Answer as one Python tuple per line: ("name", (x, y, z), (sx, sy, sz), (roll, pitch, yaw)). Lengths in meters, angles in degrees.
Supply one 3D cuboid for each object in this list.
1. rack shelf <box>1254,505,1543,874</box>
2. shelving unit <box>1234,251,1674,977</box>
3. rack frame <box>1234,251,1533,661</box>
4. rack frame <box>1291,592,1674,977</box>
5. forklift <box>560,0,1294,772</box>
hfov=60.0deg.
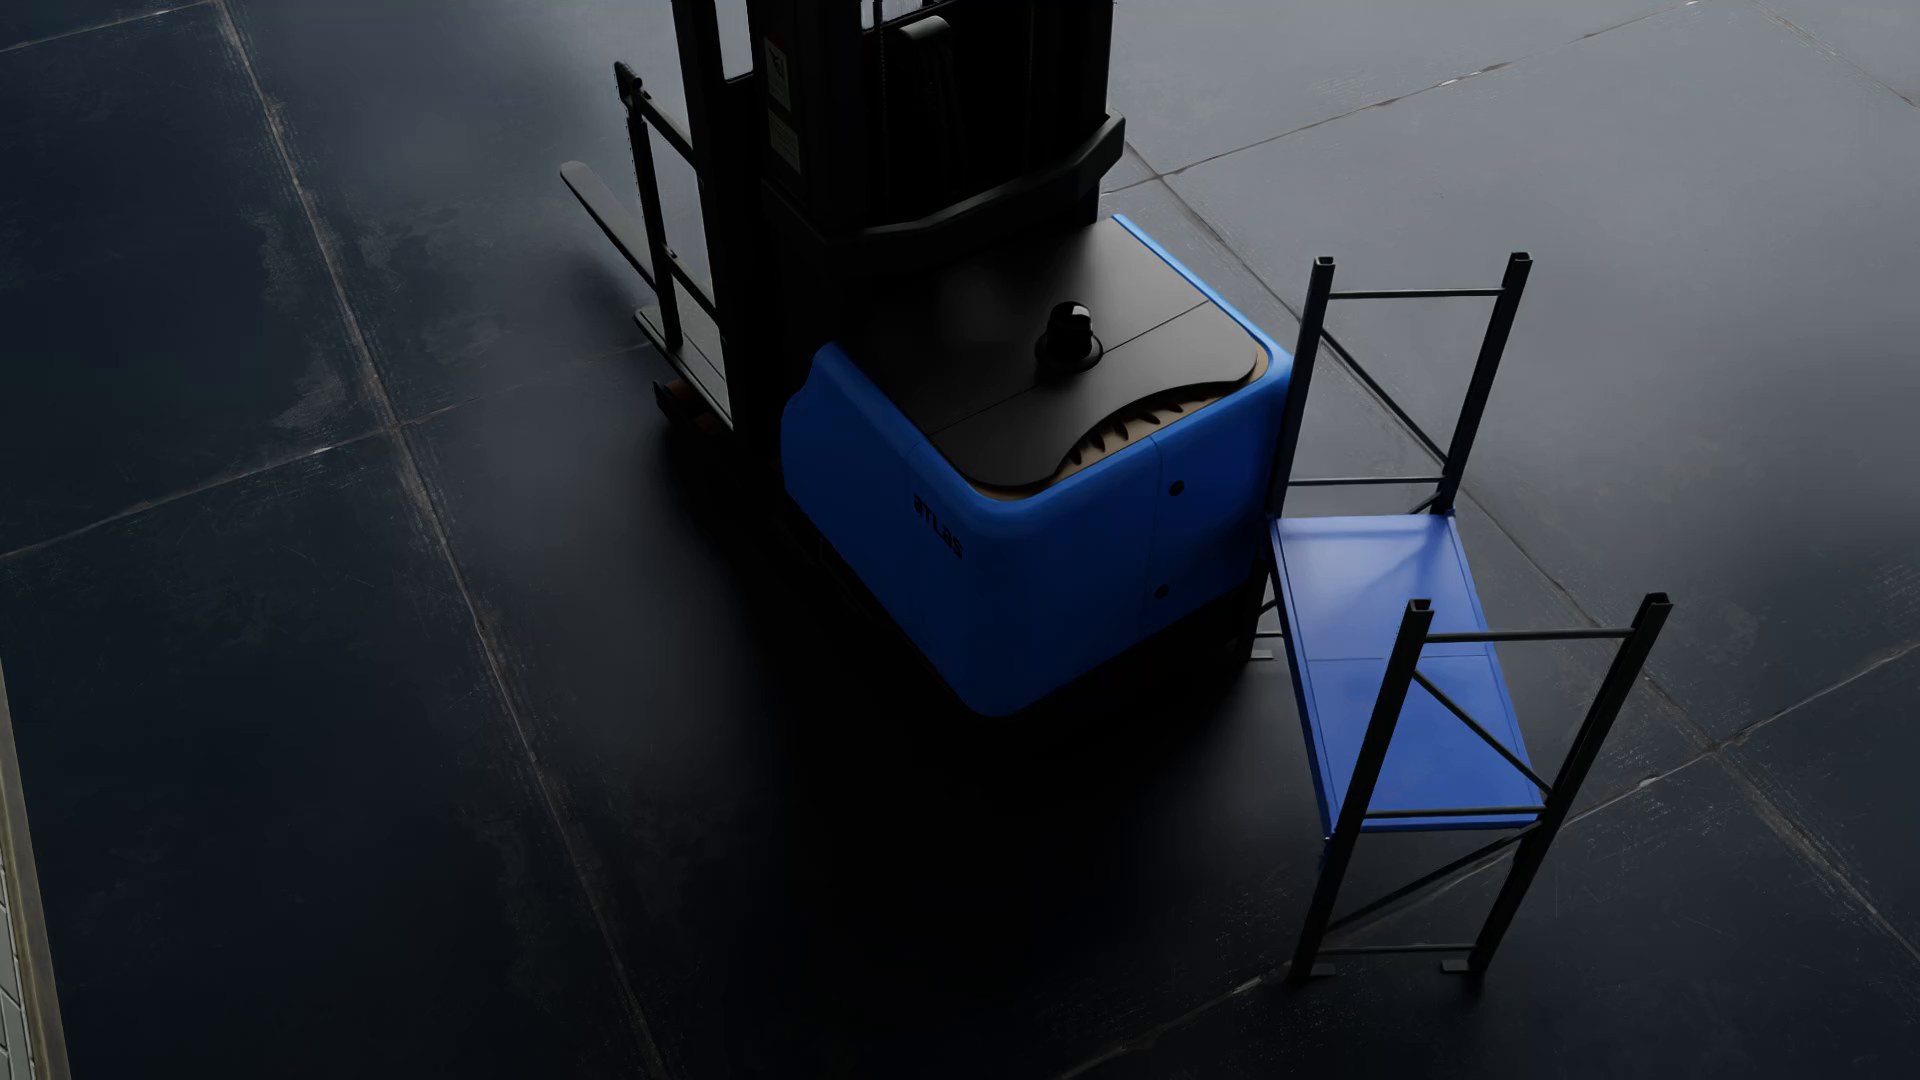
("rack shelf", (1.085, 0.347, 4.189), (0.538, 0.185, 1.000), (-2, 49, -1))
("shelving unit", (1.085, 0.228, 4.054), (0.538, 1.500, 1.048), (-2, 49, -1))
("rack frame", (1.067, -0.154, 4.389), (0.500, 1.500, 0.032), (-2, 49, -1))
("rack frame", (1.103, 0.611, 3.720), (0.500, 1.500, 0.032), (-2, 49, -1))
("forklift", (-0.356, -1.409, 4.535), (1.130, 2.935, 3.031), (-27, 54, -22))
